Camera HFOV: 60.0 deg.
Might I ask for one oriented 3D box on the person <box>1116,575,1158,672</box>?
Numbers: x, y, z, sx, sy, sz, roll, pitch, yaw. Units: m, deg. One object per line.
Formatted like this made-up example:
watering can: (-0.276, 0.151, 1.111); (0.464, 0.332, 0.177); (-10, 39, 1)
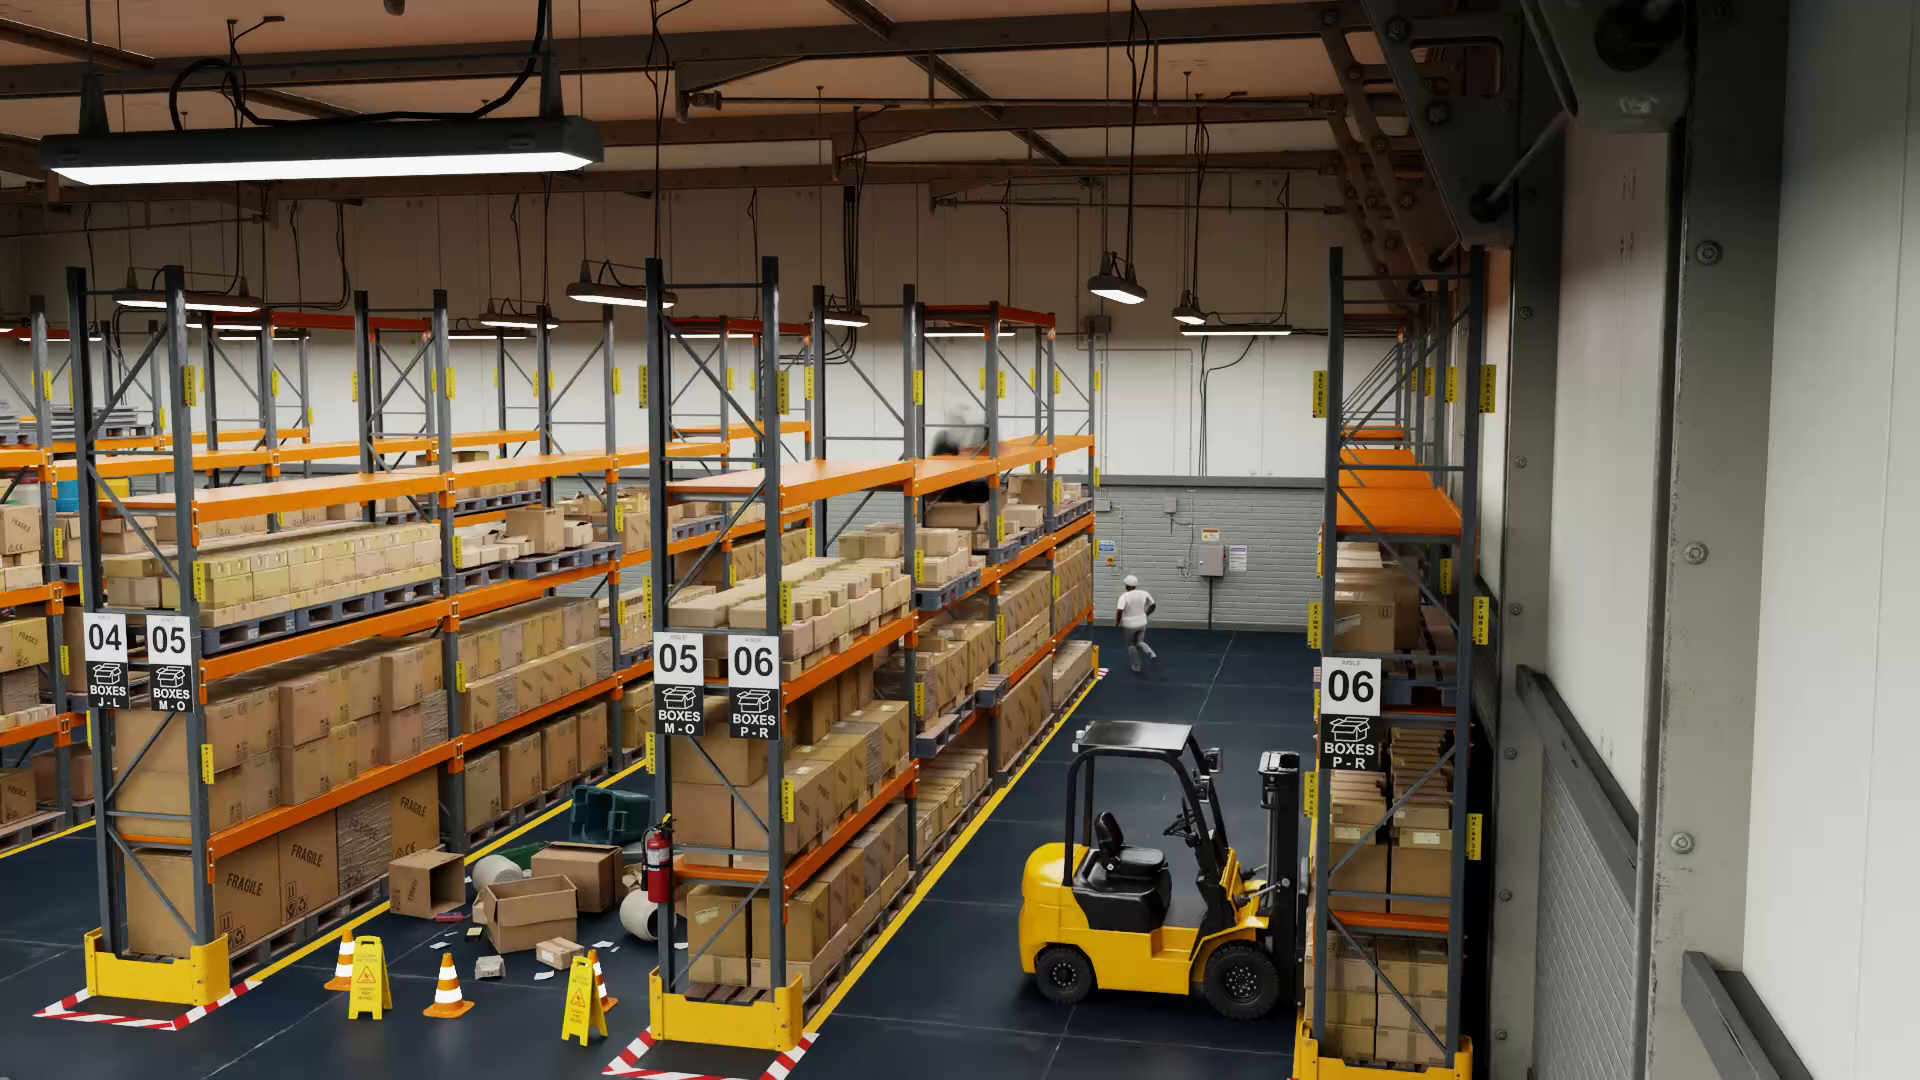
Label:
person: (2.966, 1.442, 28.463); (0.754, 1.705, 0.746); (-3, 6, -24)
